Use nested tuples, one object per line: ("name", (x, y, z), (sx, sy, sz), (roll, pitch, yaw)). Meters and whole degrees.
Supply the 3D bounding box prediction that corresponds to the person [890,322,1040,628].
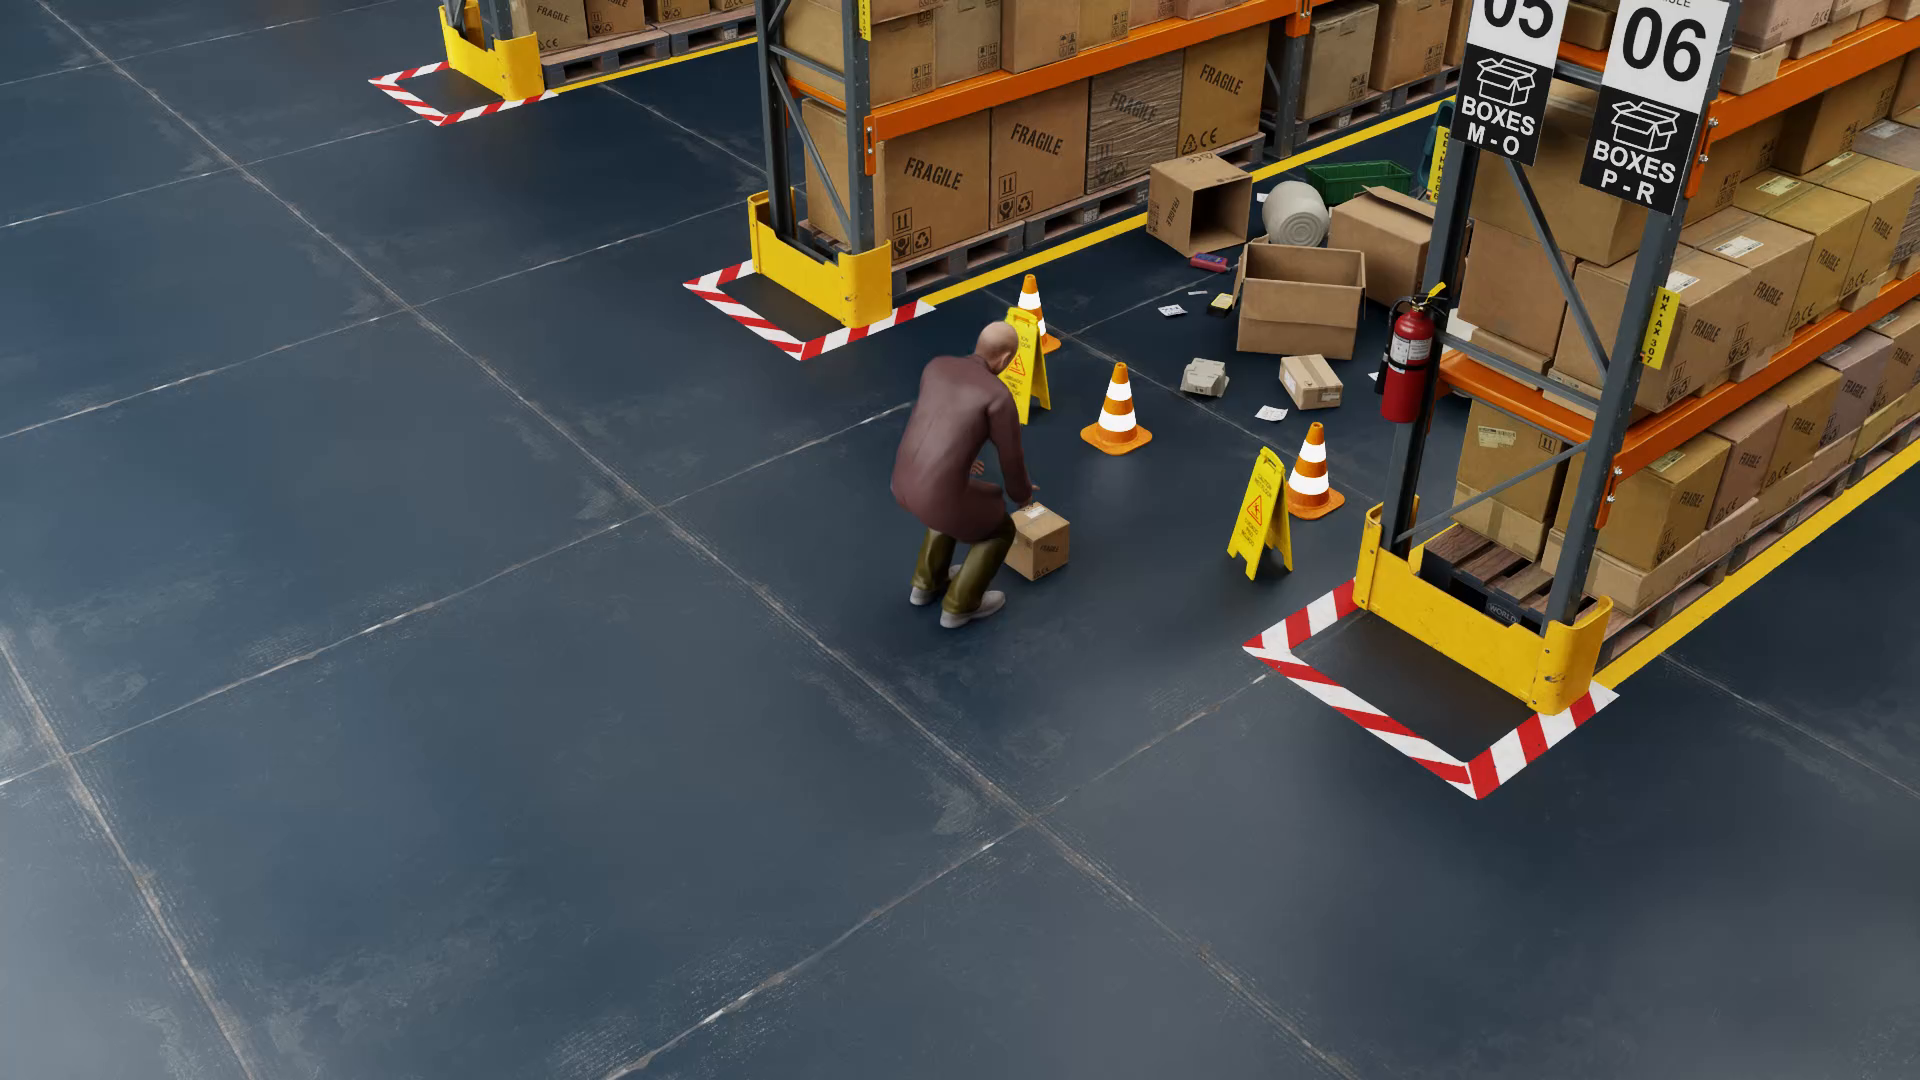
("person", (-0.011, -0.306, 7.833), (0.719, 1.423, 0.631), (-26, 43, -32))
